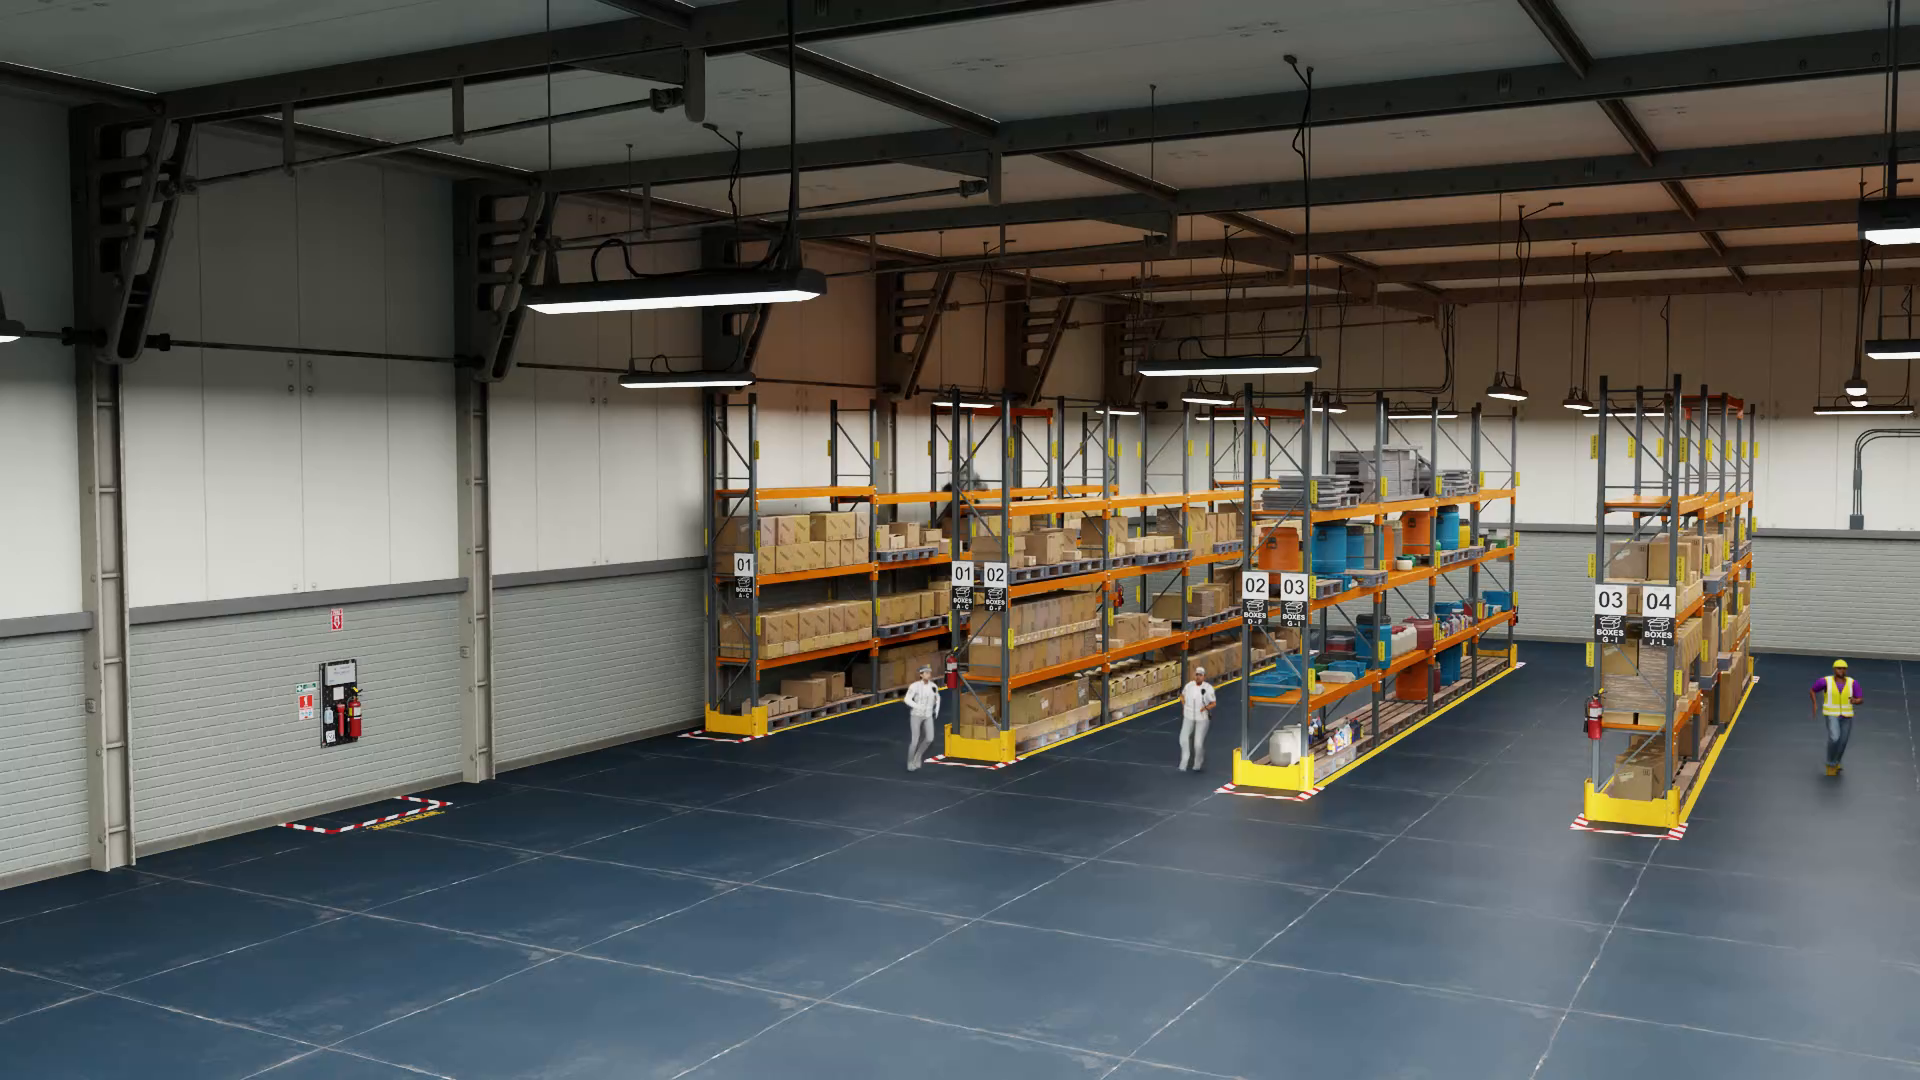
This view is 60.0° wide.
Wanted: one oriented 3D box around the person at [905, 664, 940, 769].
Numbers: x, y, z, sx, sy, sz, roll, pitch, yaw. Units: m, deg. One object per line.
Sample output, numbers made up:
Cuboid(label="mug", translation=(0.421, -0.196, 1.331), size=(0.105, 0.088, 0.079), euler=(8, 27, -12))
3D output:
Cuboid(label="person", translation=(-0.552, 2.763, 25.976), size=(0.645, 1.656, 0.573), euler=(-1, 3, -22))

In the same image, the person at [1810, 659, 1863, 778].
Cuboid(label="person", translation=(13.506, 2.743, 25.578), size=(0.670, 1.819, 0.747), euler=(1, 3, 12))

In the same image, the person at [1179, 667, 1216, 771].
Cuboid(label="person", translation=(3.680, 2.799, 25.876), size=(0.598, 1.651, 0.639), euler=(1, 3, 21))
